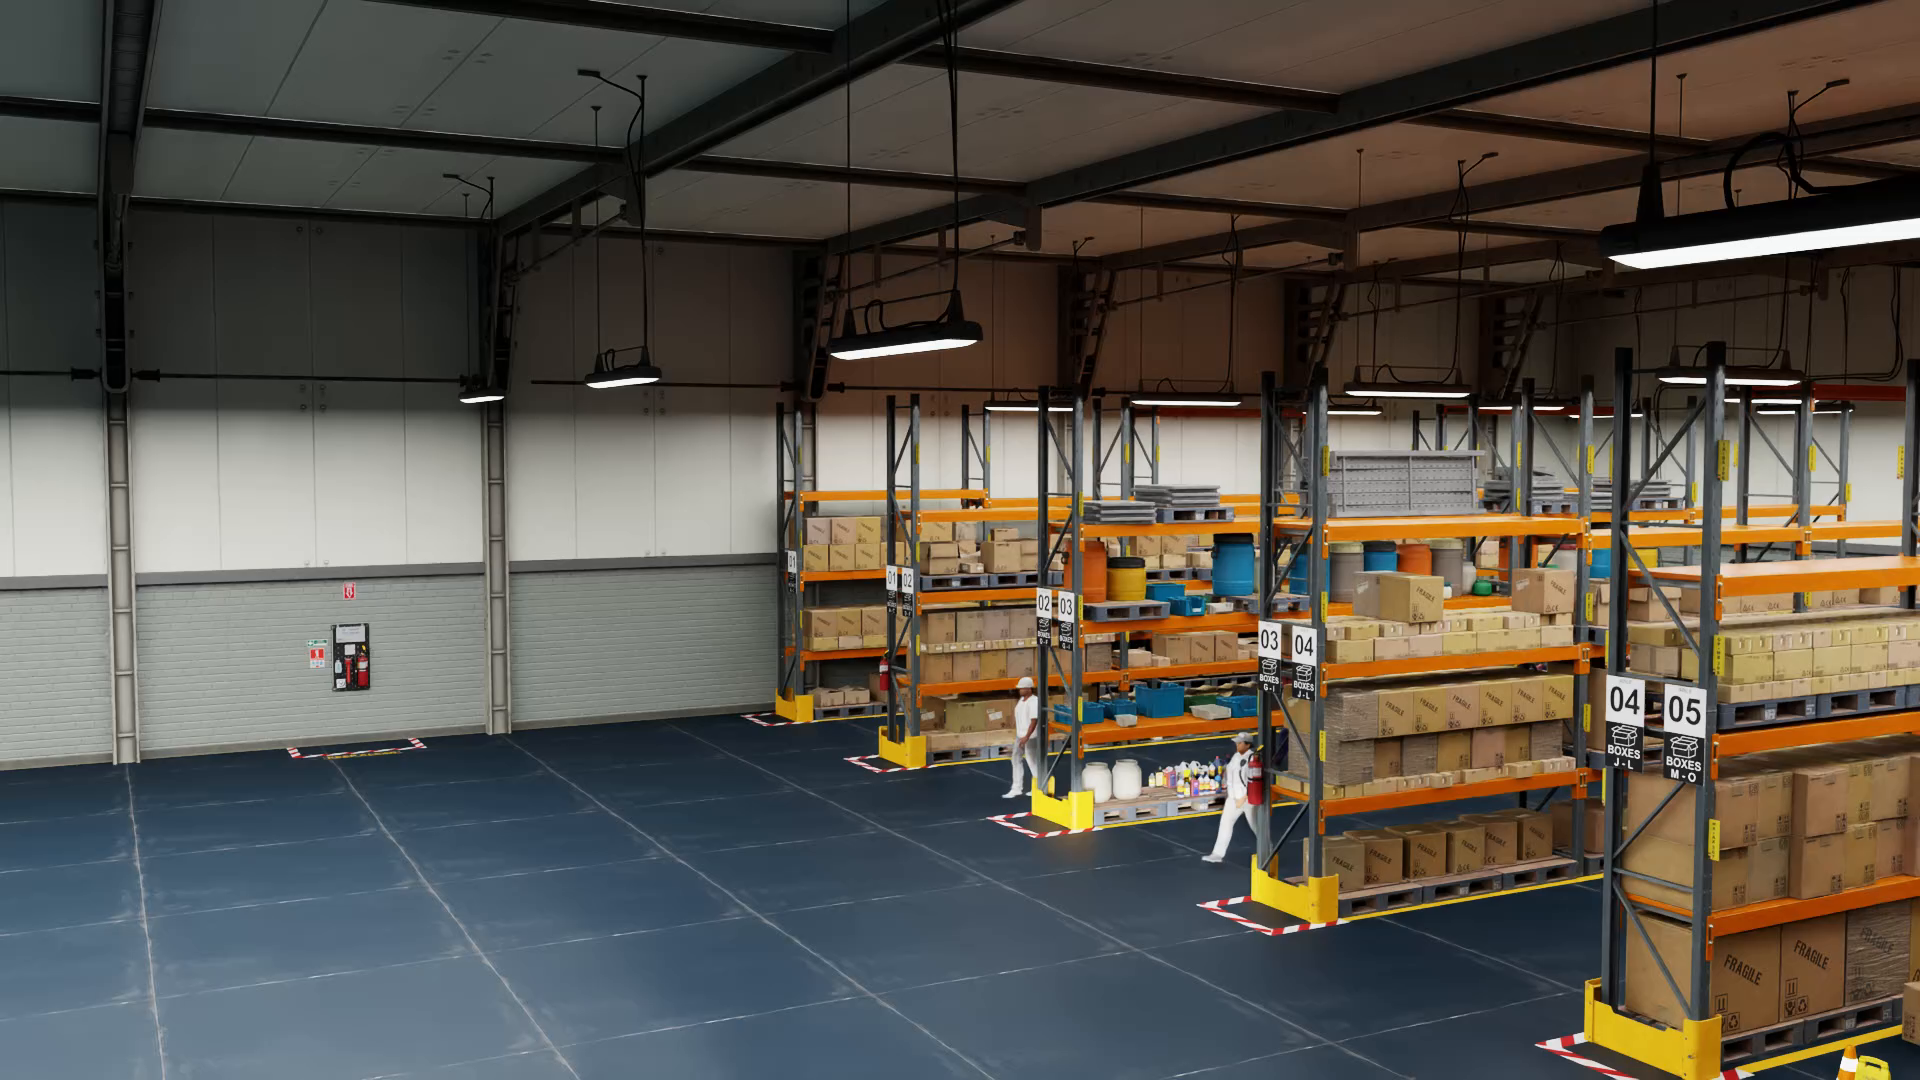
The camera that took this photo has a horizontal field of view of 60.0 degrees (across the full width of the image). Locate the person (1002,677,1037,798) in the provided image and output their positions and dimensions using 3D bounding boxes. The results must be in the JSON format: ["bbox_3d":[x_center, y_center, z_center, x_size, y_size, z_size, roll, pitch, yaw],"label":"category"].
[{"bbox_3d":[0.953,2.907,24.447,0.622,1.798,0.626,-1,3,-22],"label":"person"}]

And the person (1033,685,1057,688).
[{"bbox_3d":[1.629,2.479,31.836,1.069,1.724,0.549,-3,4,-42],"label":"person"}]

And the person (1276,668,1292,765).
[{"bbox_3d":[5.344,2.835,27.045,1.053,1.571,0.585,-2,4,-30],"label":"person"}]

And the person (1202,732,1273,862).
[{"bbox_3d":[3.457,3.175,20.503,0.992,1.609,0.505,-2,4,-32],"label":"person"}]
